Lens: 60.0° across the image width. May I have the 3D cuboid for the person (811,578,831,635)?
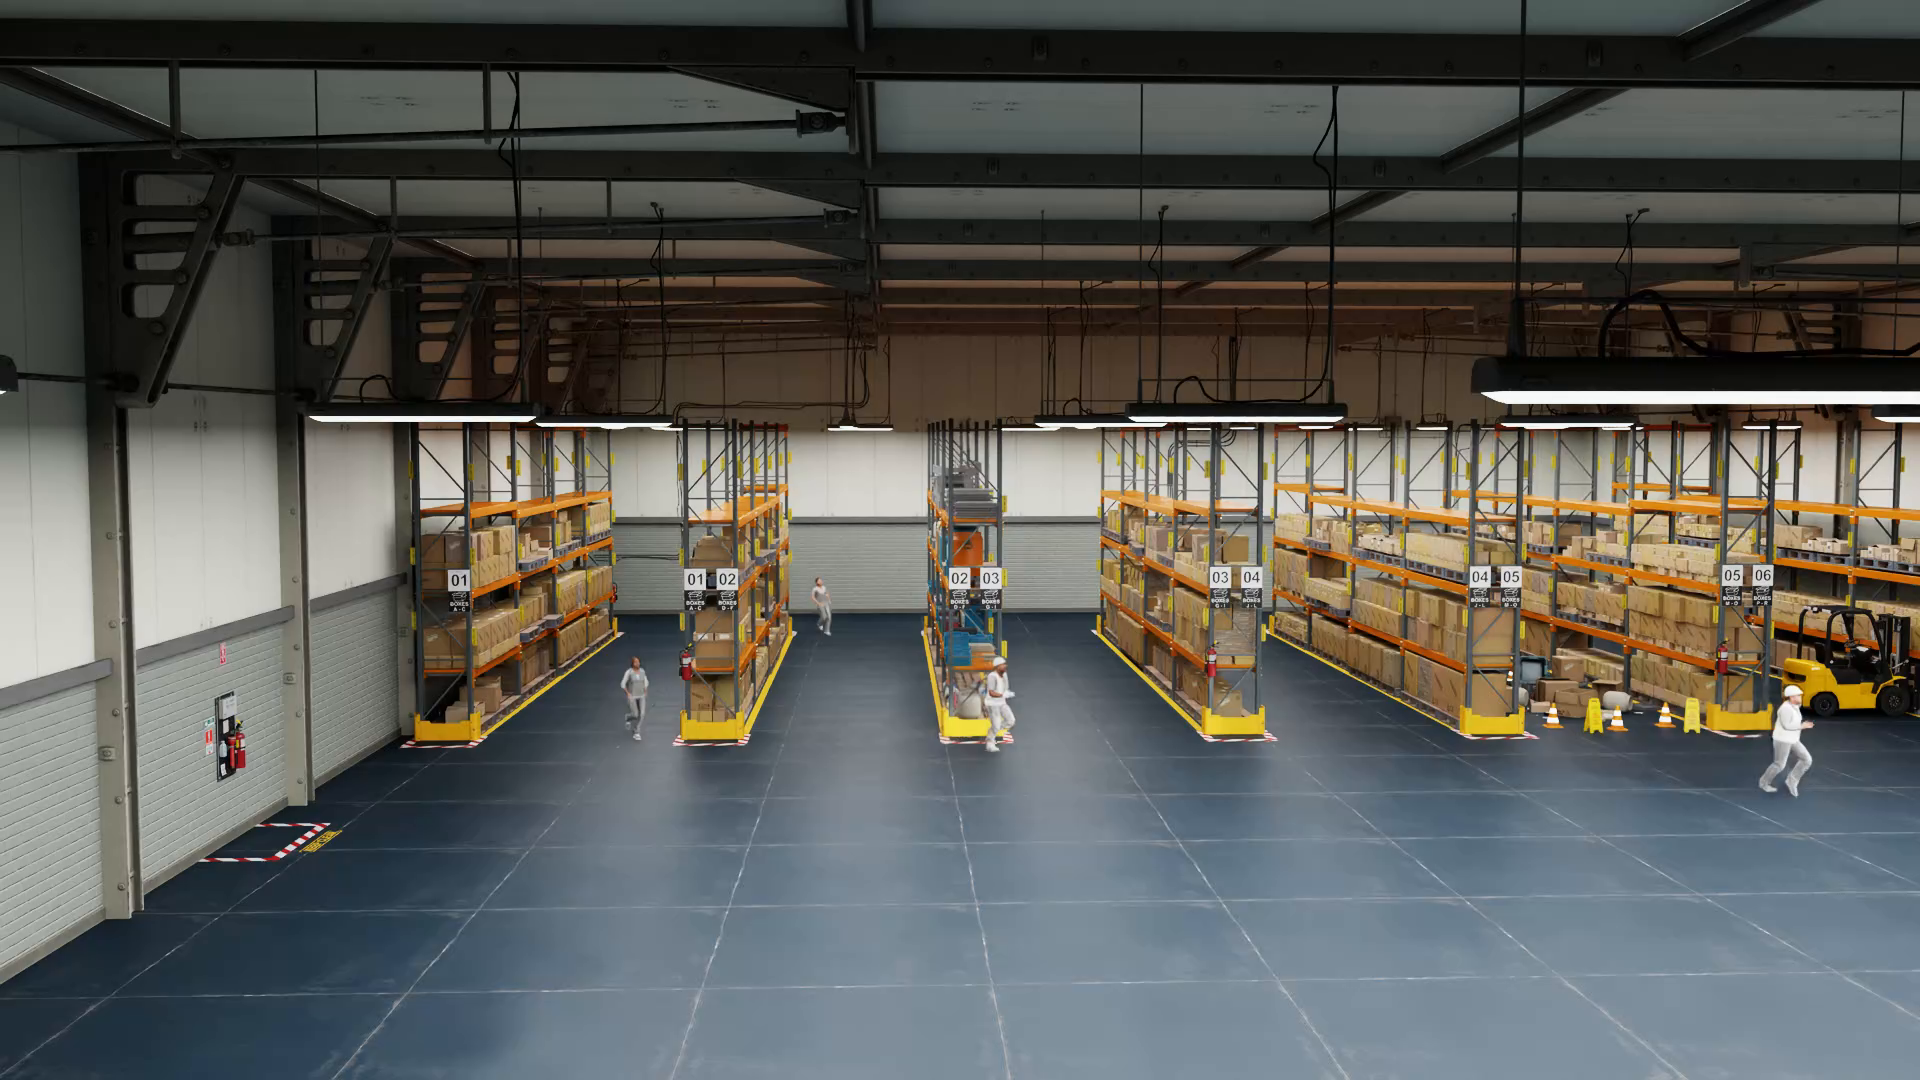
[{"bbox_3d":[-3.950,1.888,47.473,0.609,1.636,0.640,-3,5,-38],"label":"person"}]

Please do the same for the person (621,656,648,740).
[{"bbox_3d":[-6.098,2.953,31.226,0.529,1.557,0.561,-2,4,-32],"label":"person"}]

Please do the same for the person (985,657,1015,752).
[{"bbox_3d":[0.729,2.945,29.775,0.659,1.724,0.730,2,4,31],"label":"person"}]

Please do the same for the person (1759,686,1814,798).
[{"bbox_3d":[13.024,3.163,26.181,0.811,1.767,0.682,4,5,45],"label":"person"}]
